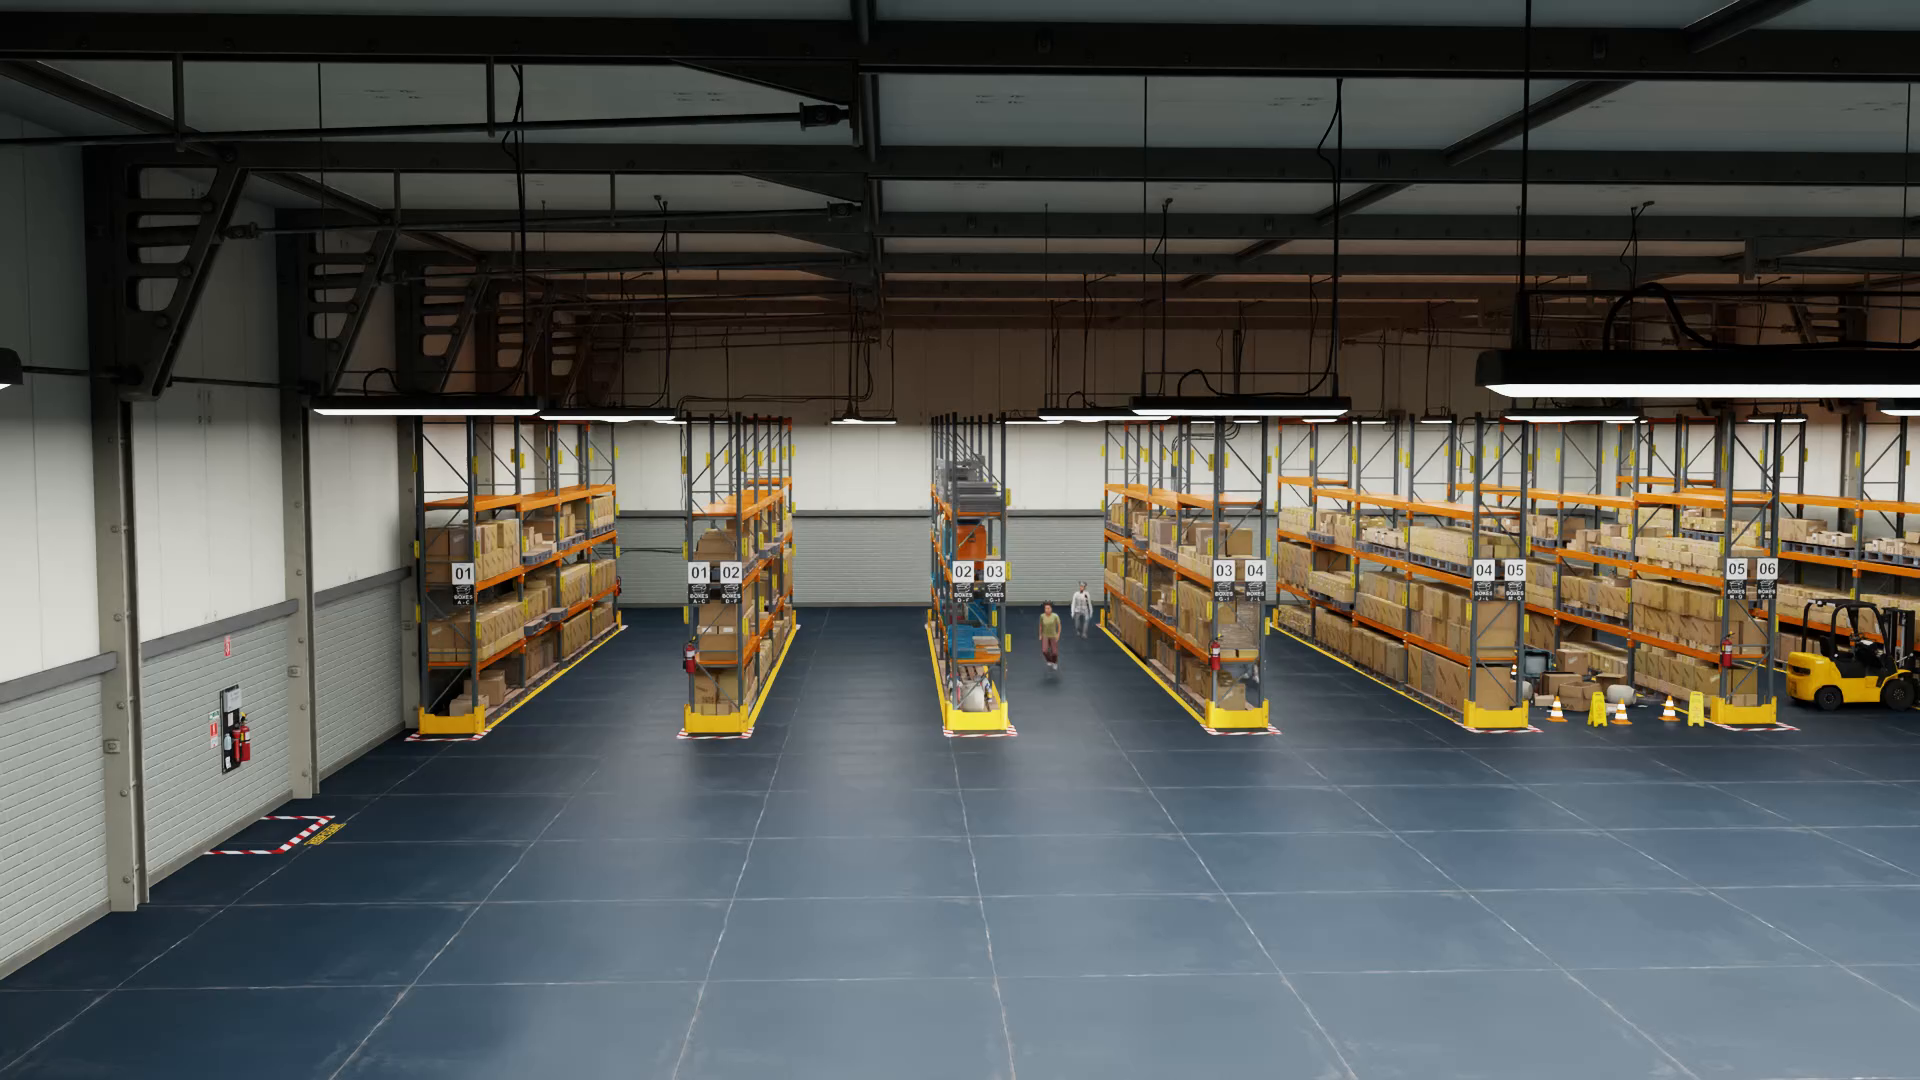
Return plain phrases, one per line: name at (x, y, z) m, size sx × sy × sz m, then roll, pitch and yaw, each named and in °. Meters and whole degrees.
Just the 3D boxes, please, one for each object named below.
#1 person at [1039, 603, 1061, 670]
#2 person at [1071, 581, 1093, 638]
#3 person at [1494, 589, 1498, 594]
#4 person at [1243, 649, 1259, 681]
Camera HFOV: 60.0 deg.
person at (2.060, 2.205, 38.038) m, size 0.510 × 1.576 × 0.727 m, roll 1°, pitch 4°, yaw 9°
person at (3.166, 1.791, 43.153) m, size 0.551 × 1.462 × 1.058 m, roll 0°, pitch 4°, yaw 7°
person at (13.182, 2.075, 41.047) m, size 0.549 × 1.816 × 0.545 m, roll -1°, pitch 4°, yaw -21°
person at (6.510, 2.382, 37.381) m, size 0.434 × 1.551 × 0.942 m, roll 0°, pitch 4°, yaw 7°
